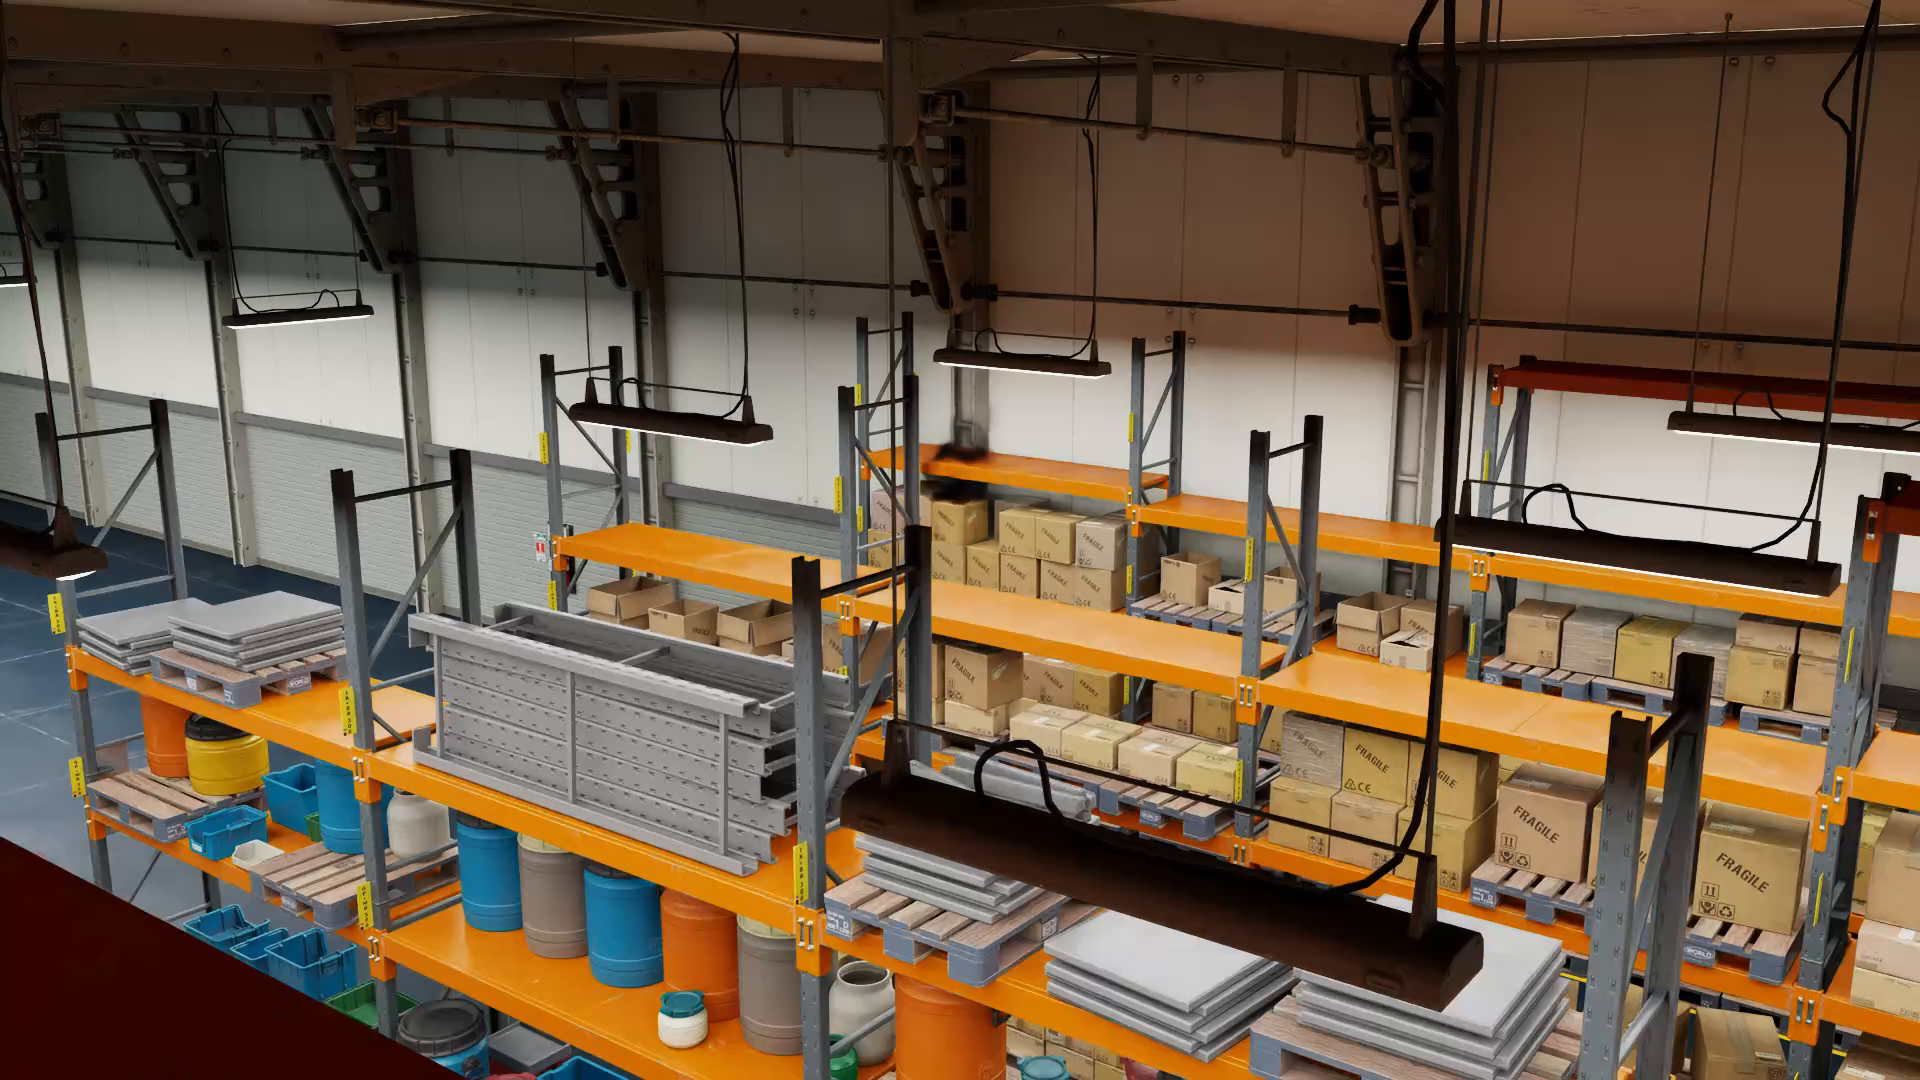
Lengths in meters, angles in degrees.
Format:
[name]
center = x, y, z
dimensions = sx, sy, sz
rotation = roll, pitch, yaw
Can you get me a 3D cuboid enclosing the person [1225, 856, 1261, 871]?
[person]
center = 2.692, 3.573, 16.146
dimensions = 0.645, 1.675, 0.664
rotation = 7, 15, 27
